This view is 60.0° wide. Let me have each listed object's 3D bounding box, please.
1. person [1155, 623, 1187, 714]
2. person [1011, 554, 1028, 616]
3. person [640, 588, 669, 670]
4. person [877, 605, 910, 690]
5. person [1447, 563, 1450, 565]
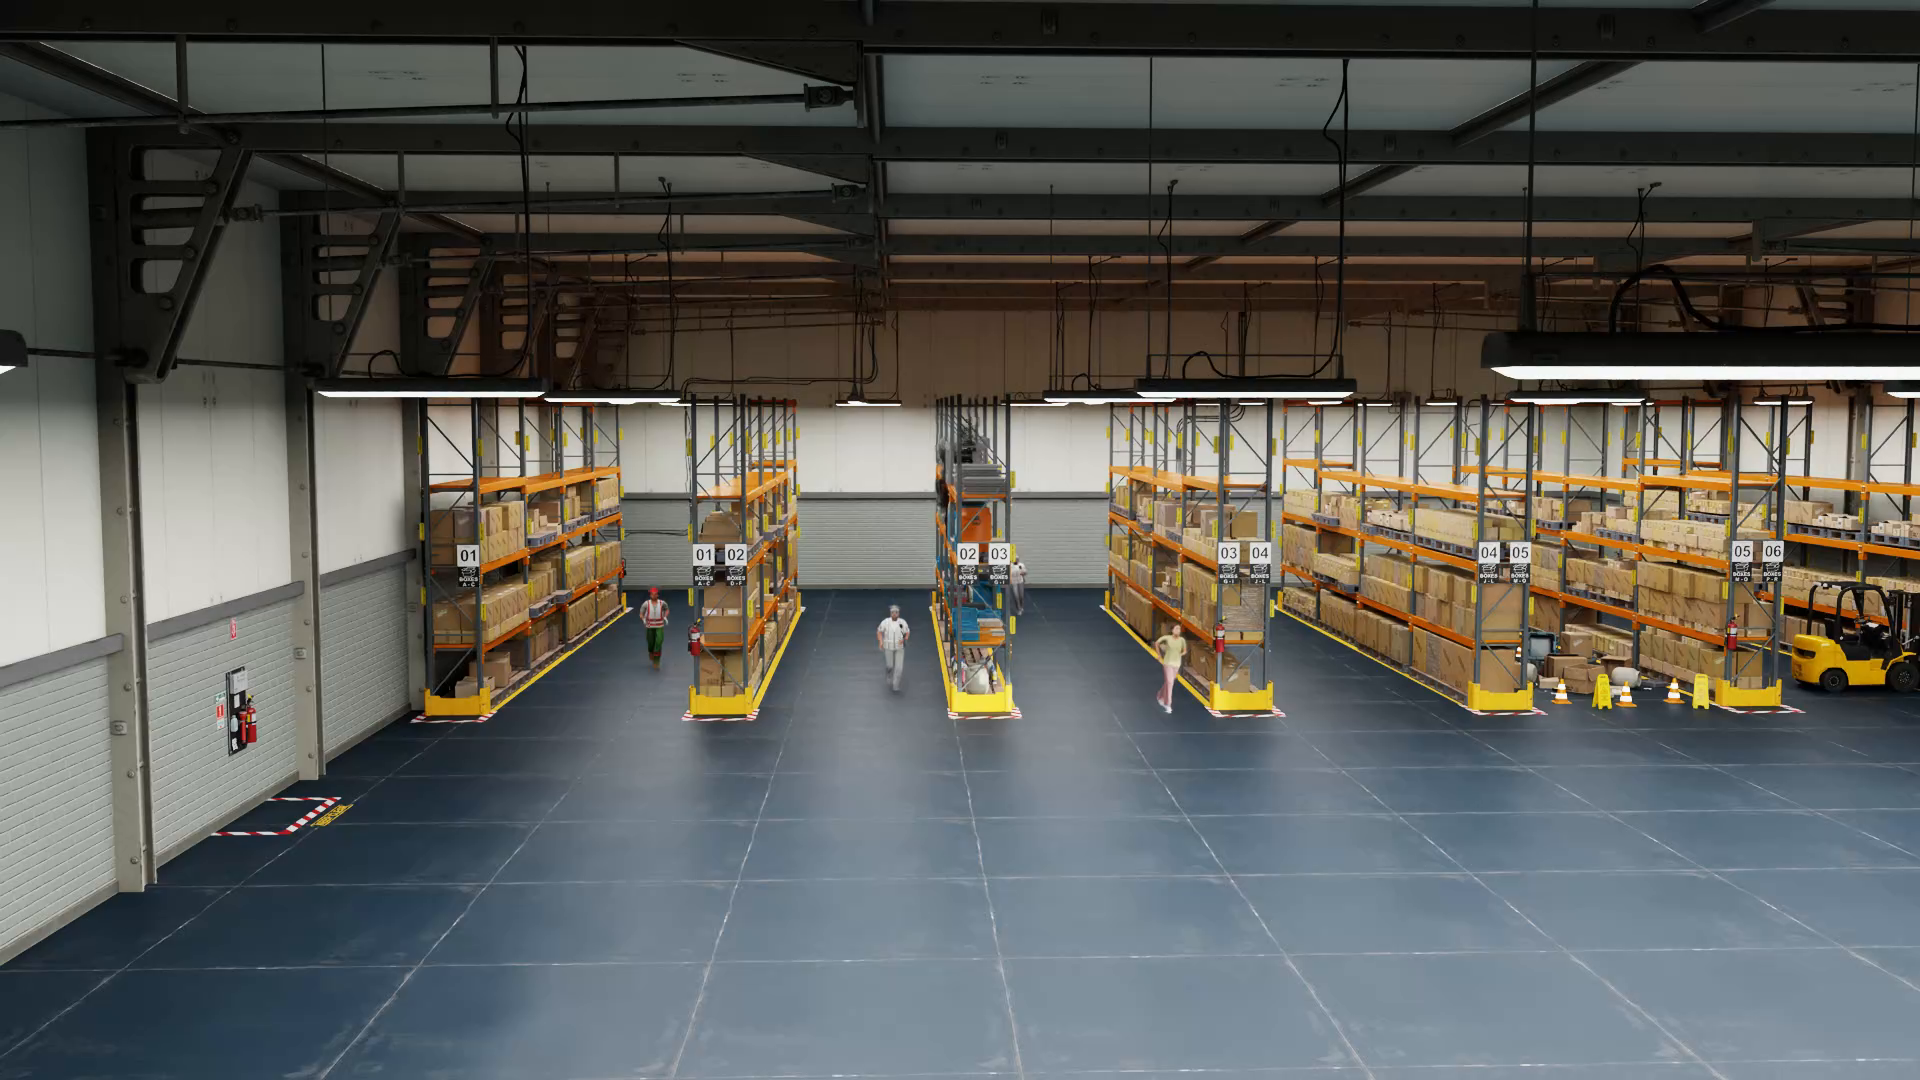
[{"bbox_3d":[4.045,2.413,31.714,0.581,1.699,0.860,-1,5,-18],"label":"person"},{"bbox_3d":[1.589,1.237,46.366,0.581,1.743,0.790,0,5,-6],"label":"person"},{"bbox_3d":[-6.777,1.944,36.883,0.637,1.783,0.899,-1,5,-14],"label":"person"},{"bbox_3d":[-1.340,2.191,33.852,0.665,1.742,0.593,0,5,-6],"label":"person"},{"bbox_3d":[14.604,1.022,49.340,0.544,1.657,0.704,2,5,27],"label":"person"}]
